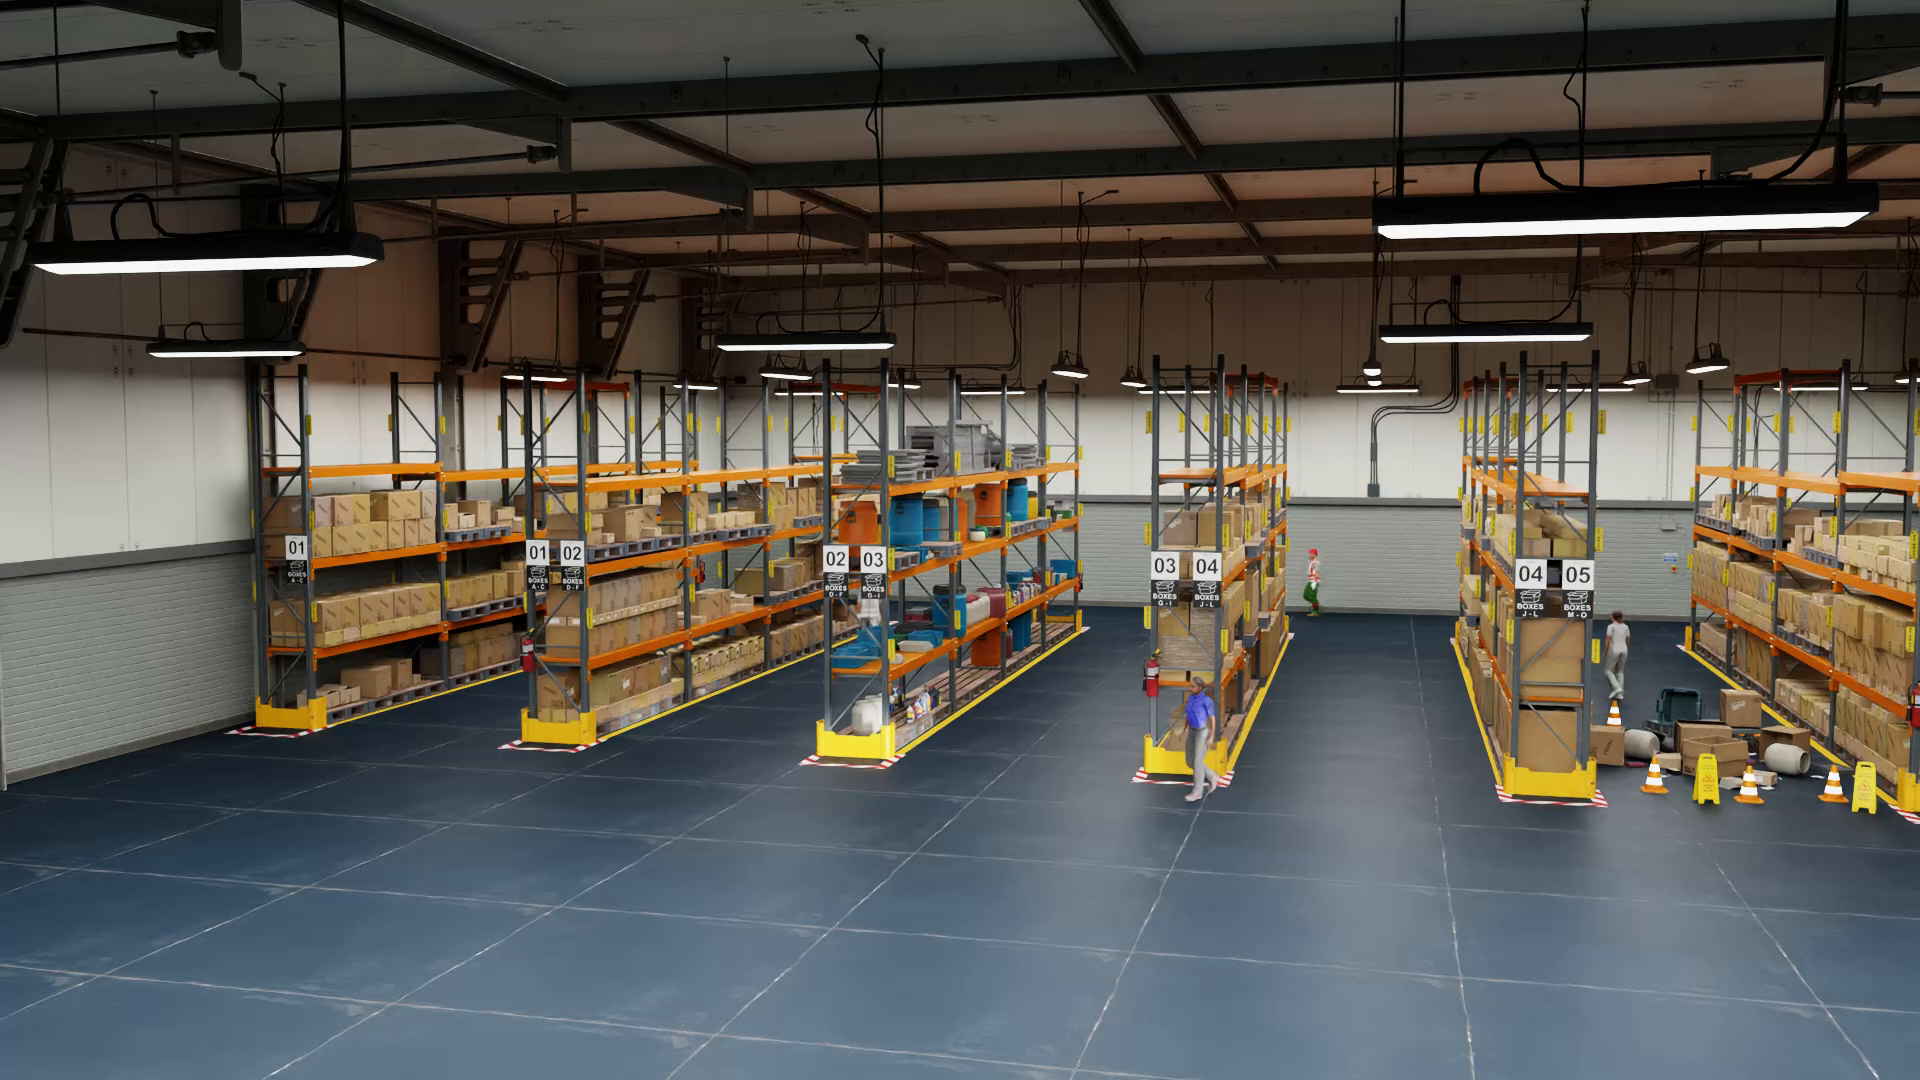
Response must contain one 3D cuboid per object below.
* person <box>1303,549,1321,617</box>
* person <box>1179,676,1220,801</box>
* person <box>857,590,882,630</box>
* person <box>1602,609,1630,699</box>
[{"bbox_3d":[9.198,1.113,43.315,0.468,1.792,0.564,0,4,-3],"label":"person"},{"bbox_3d":[3.247,2.632,22.310,0.649,1.649,0.586,-2,4,-26],"label":"person"},{"bbox_3d":[-1.952,1.652,35.773,0.531,1.739,1.065,0,4,5],"label":"person"},{"bbox_3d":[12.072,2.099,30.464,0.516,1.623,0.615,0,4,-6],"label":"person"}]
